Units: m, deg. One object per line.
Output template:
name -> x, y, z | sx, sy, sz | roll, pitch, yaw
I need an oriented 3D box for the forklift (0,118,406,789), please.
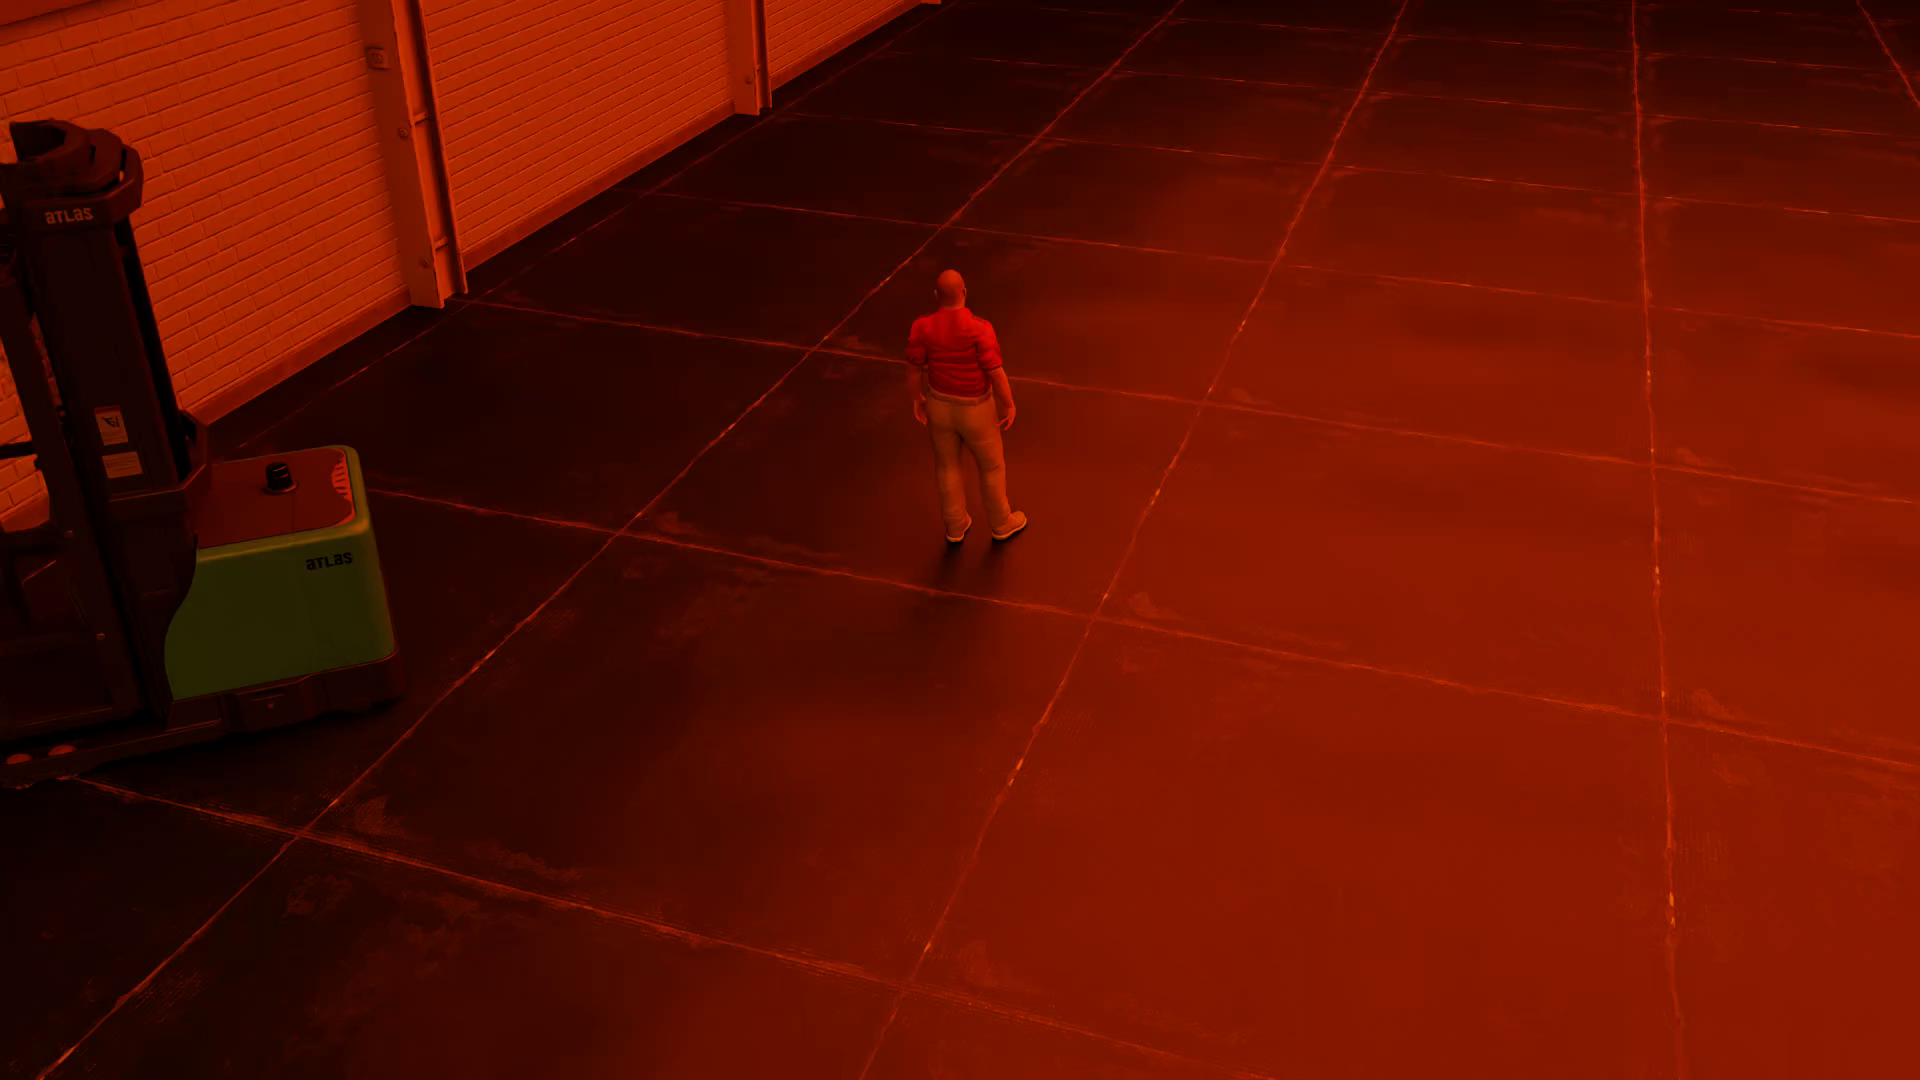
forklift -> -4.438, -0.373, 7.791 | 3.031, 2.935, 1.130 | -11, 32, -19

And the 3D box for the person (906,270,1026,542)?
person -> 0.040, -0.798, 9.735 | 0.641, 1.727, 0.550 | 10, 31, 16
